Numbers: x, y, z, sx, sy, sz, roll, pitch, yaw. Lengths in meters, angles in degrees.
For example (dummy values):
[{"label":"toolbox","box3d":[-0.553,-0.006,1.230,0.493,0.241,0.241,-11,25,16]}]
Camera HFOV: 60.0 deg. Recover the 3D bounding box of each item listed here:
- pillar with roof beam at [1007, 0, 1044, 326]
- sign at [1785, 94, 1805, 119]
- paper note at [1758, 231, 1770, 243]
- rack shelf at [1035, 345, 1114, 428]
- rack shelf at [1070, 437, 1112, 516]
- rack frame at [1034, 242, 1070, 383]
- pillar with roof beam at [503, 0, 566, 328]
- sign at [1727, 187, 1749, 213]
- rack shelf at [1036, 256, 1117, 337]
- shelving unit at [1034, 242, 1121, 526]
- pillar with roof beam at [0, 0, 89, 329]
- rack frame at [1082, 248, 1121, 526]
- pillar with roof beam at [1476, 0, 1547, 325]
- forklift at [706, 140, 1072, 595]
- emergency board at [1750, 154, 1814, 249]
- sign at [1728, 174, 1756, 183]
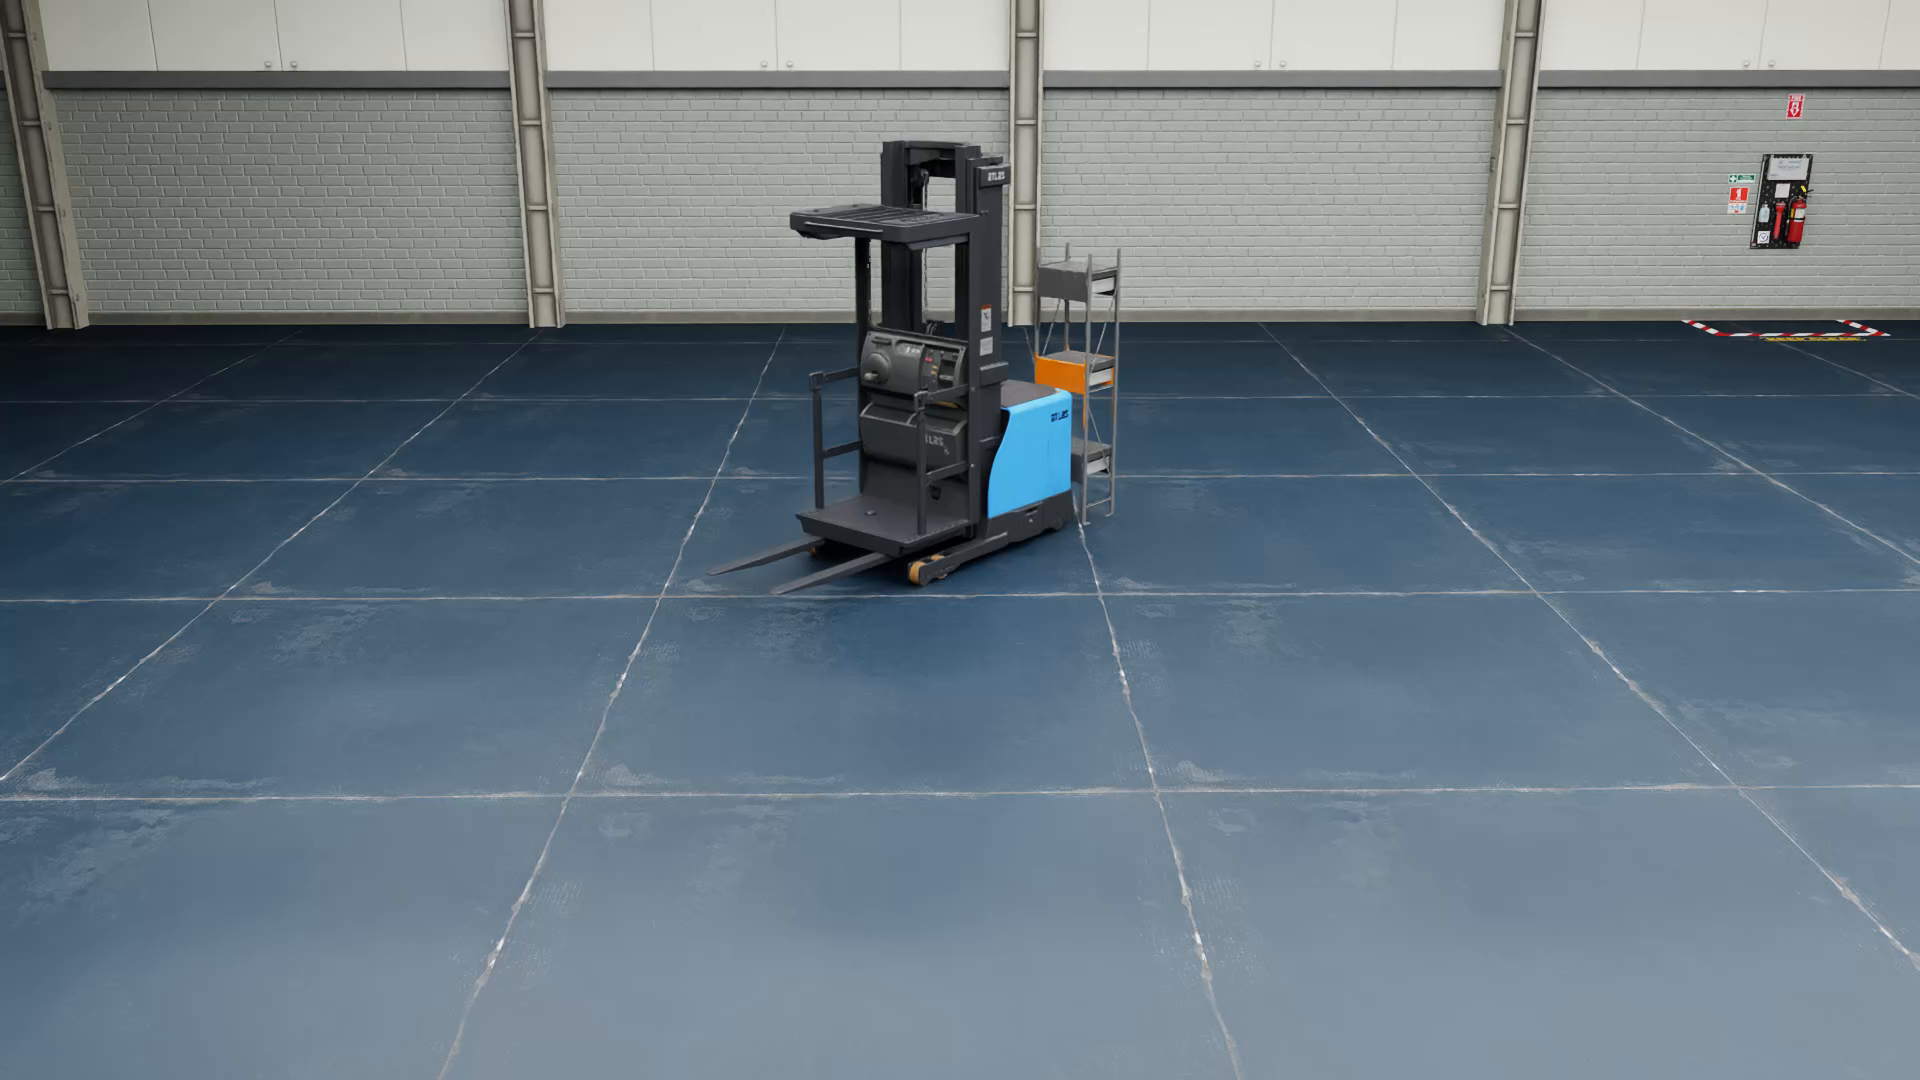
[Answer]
[{"label":"pillar with roof beam","box3d":[0.868,-5.706,15.604,0.400,9.000,9.100,0,18,-1]},{"label":"sign","box3d":[10.317,-5.356,20.540,0.199,0.298,0.001,0,18,-1]},{"label":"paper note","box3d":[10.149,-3.823,20.997,0.142,0.148,0.016,0,18,-1]},{"label":"rack shelf","box3d":[0.897,-1.193,12.873,0.480,0.518,0.431,15,23,39]},{"label":"rack shelf","box3d":[0.897,-0.526,13.087,0.480,0.518,0.431,15,23,39]},{"label":"rack frame","box3d":[0.713,-1.255,13.022,0.015,2.100,0.400,15,23,39]},{"label":"pillar with roof beam","box3d":[-5.131,-5.678,15.514,0.400,9.000,9.100,0,18,-1]},{"label":"sign","box3d":[9.772,-4.268,20.883,0.234,0.329,0.001,0,18,-1]},{"label":"rack shelf","box3d":[0.897,-1.859,12.659,0.480,0.518,0.431,15,23,39]},{"label":"shelving unit","box3d":[0.897,-1.206,12.869,0.503,2.100,0.431,15,23,39]},{"label":"pillar with roof beam","box3d":[-11.131,-5.649,15.424,0.400,9.000,9.100,0,18,-1]},{"label":"rack frame","box3d":[1.081,-1.157,12.716,0.015,2.100,0.400,15,23,39]},{"label":"pillar with roof beam","box3d":[6.867,-5.735,15.695,0.400,9.000,9.100,0,18,-1]},{"label":"forklift","box3d":[-0.472,-1.252,11.653,1.130,2.935,3.031,14,23,38]},{"label":"emergency board","box3d":[10.327,-4.222,20.799,0.643,1.169,0.194,0,18,-1]},{"label":"sign","box3d":[9.777,-4.518,20.794,0.331,0.109,0.001,0,18,-1]}]
